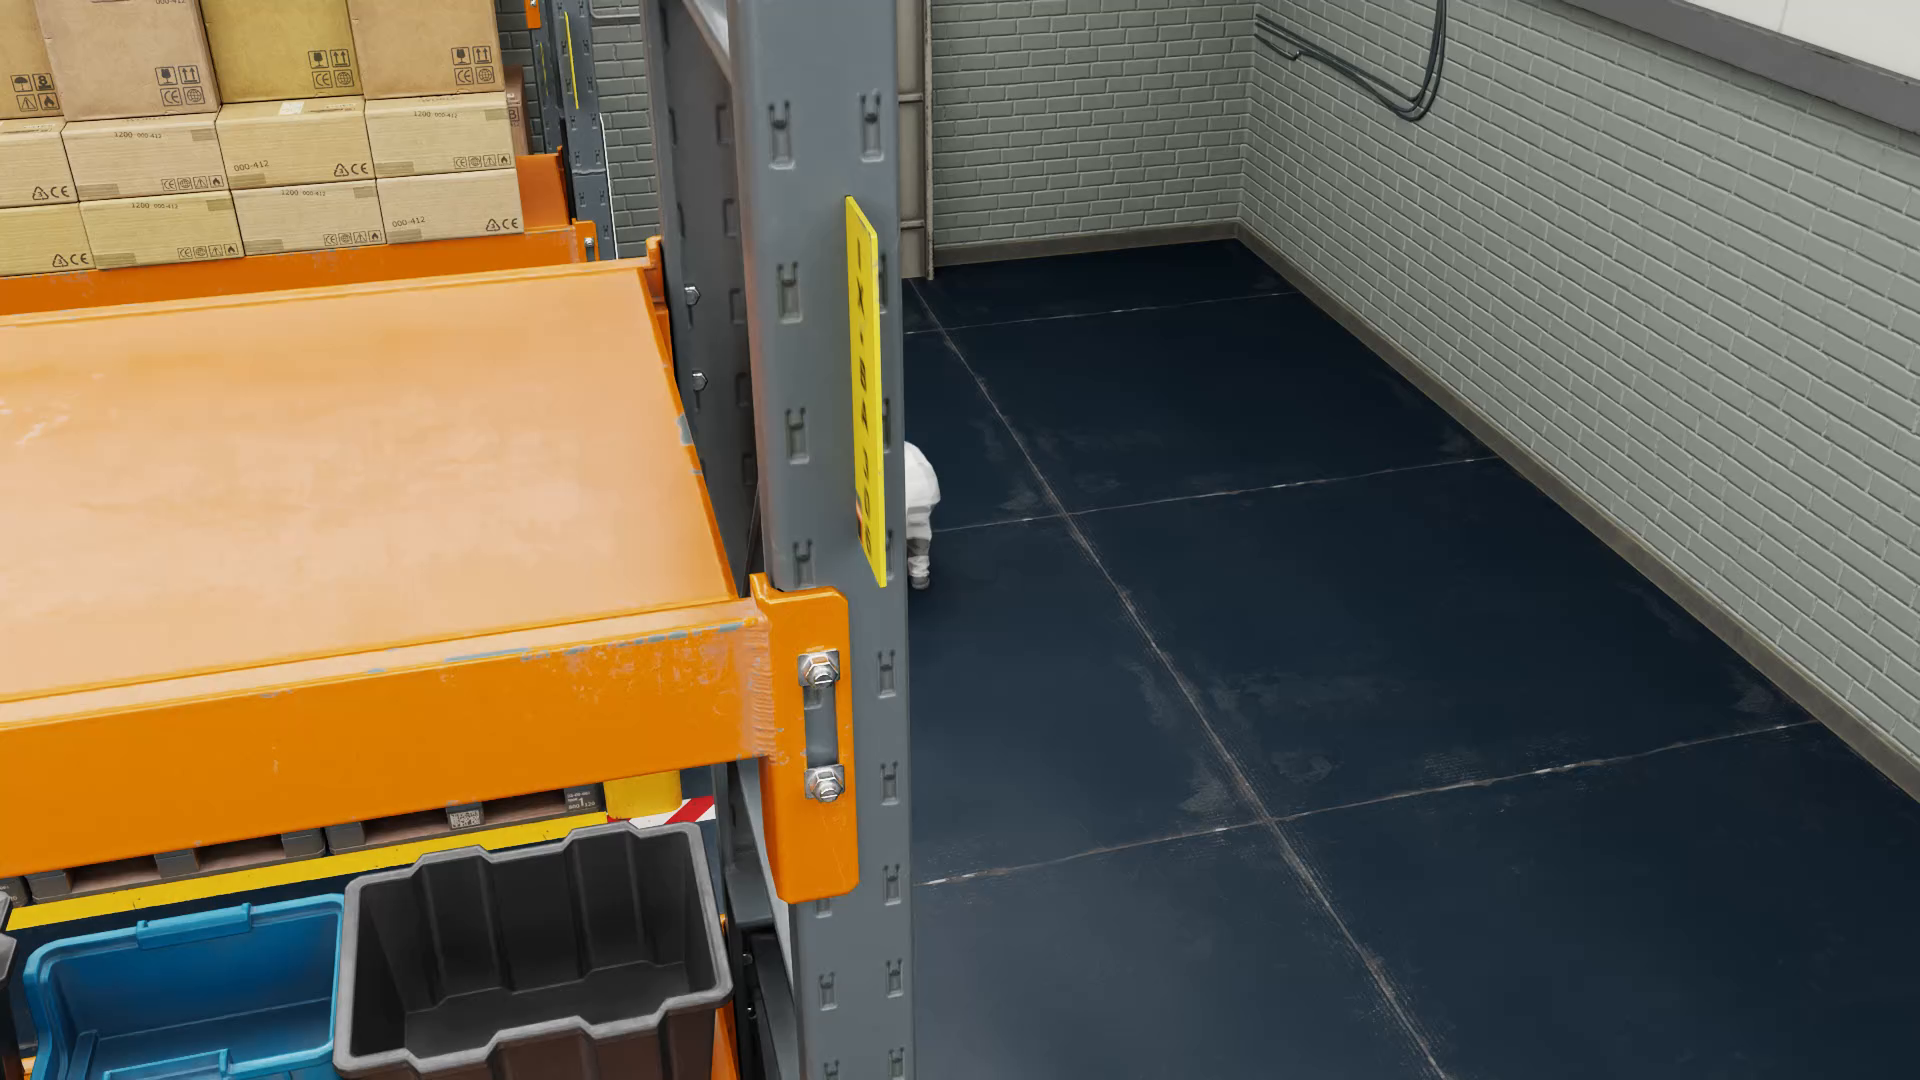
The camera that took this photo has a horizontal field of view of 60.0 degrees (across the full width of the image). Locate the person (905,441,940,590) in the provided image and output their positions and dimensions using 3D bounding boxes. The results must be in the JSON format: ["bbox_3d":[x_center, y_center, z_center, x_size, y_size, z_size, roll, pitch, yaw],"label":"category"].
[{"bbox_3d":[-0.417,-0.197,9.415,0.532,0.869,0.965,-9,31,-15],"label":"person"}]
